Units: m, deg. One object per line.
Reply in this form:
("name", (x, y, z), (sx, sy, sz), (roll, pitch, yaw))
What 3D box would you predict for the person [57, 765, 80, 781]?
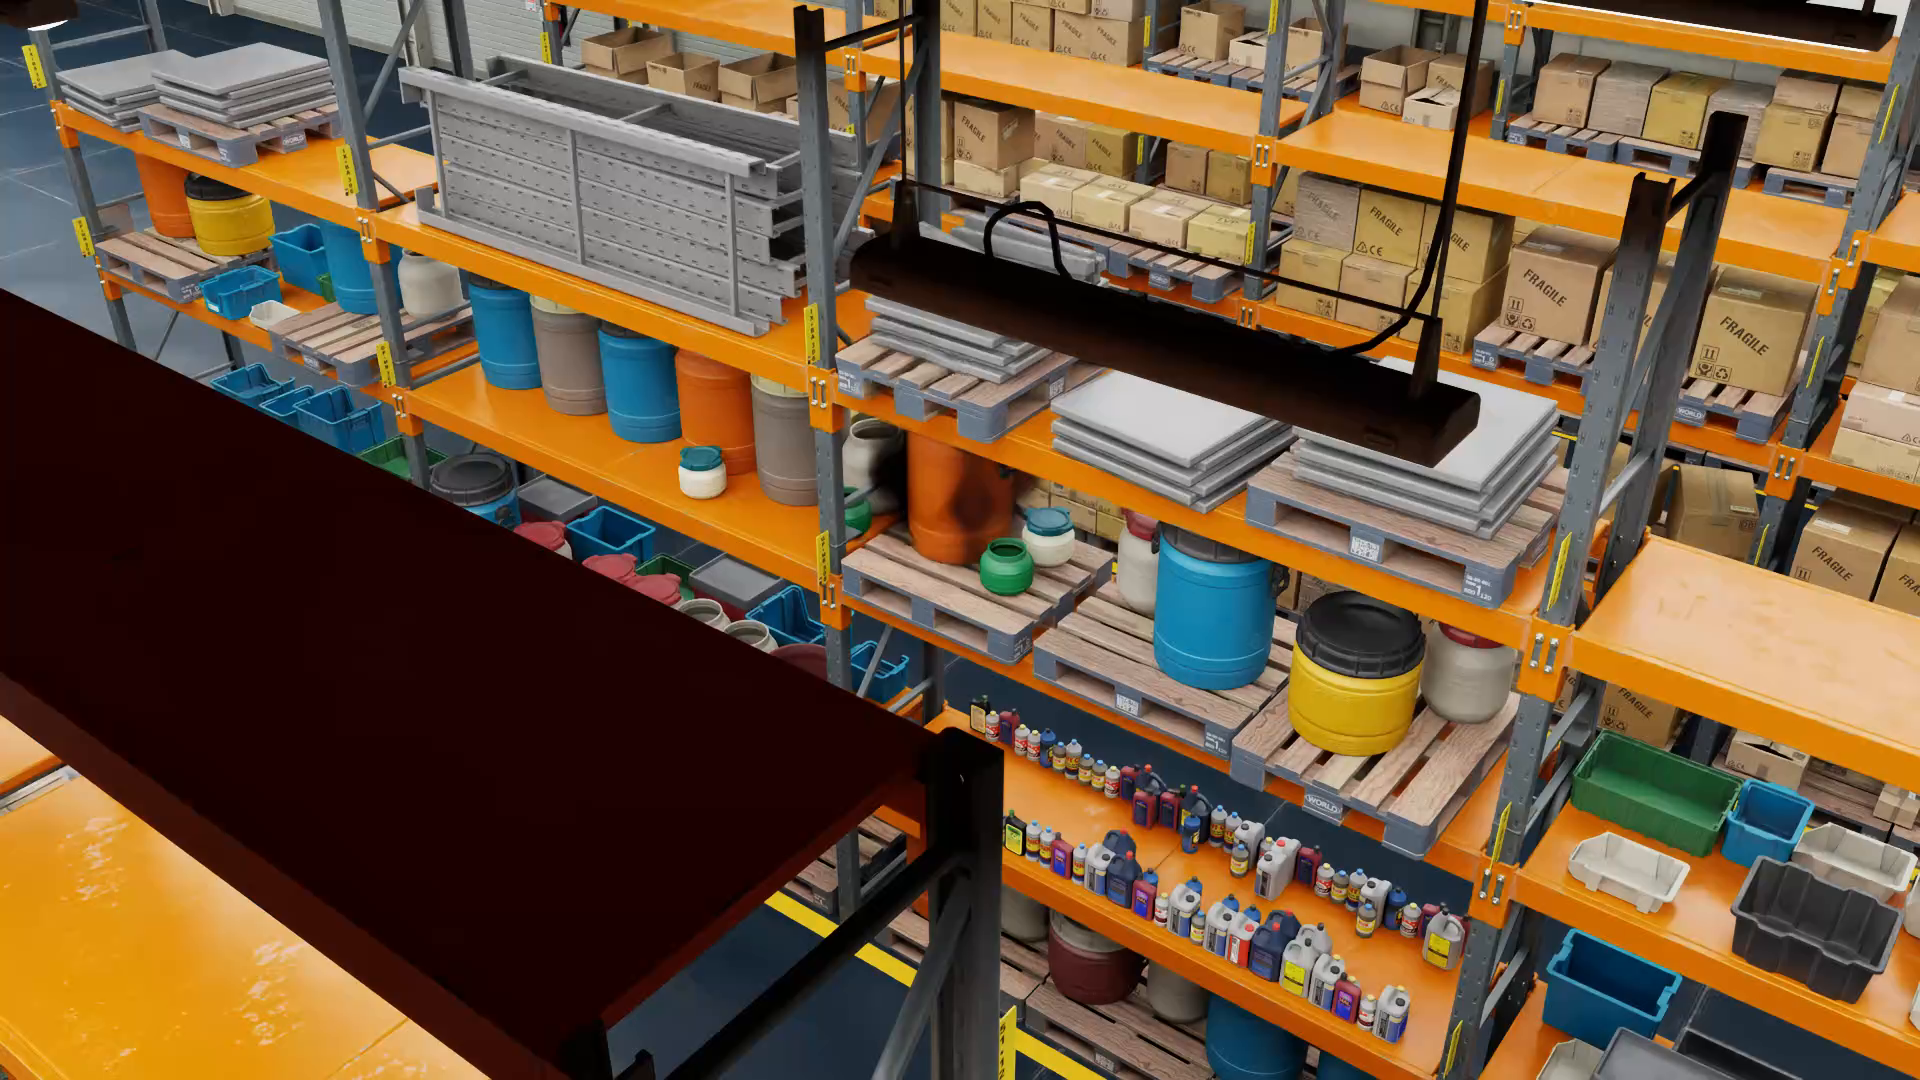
("person", (-5.717, 1.818, 10.689), (0.512, 1.674, 0.416), (14, 34, 21))
